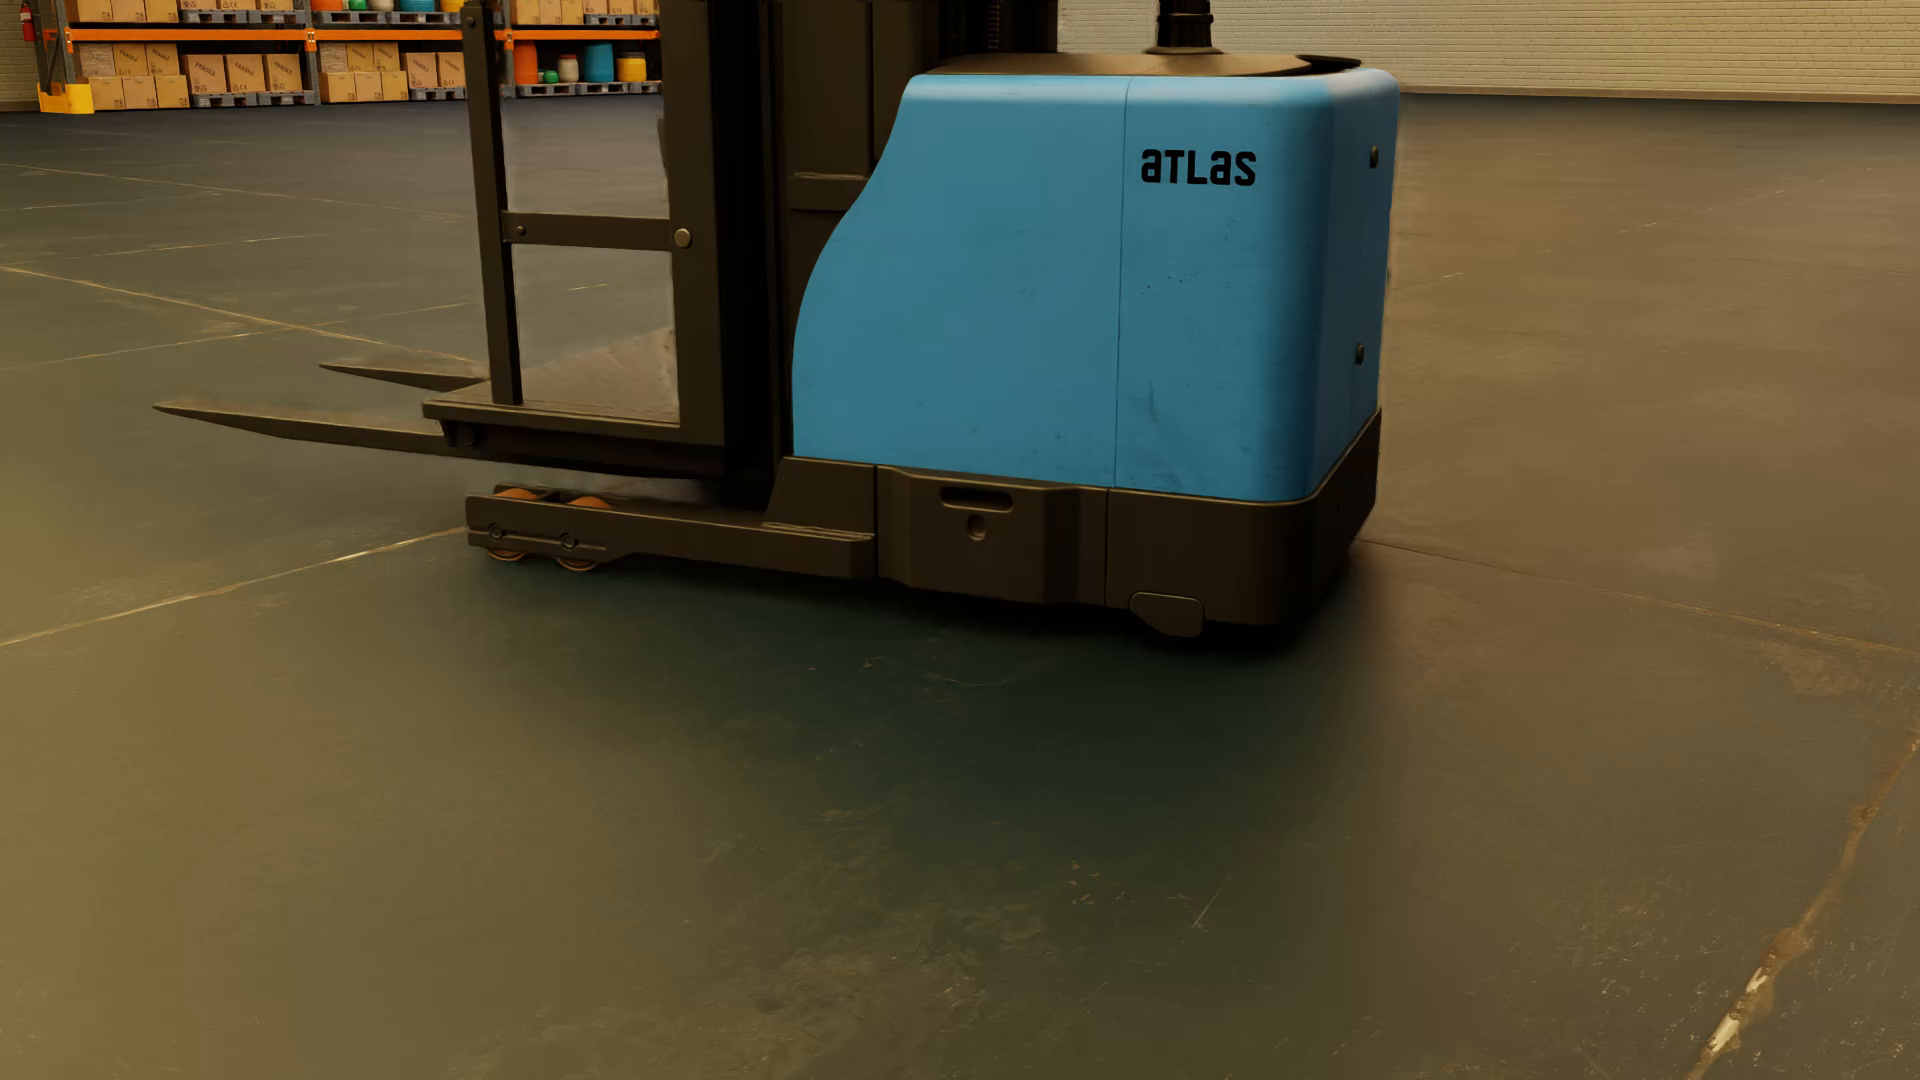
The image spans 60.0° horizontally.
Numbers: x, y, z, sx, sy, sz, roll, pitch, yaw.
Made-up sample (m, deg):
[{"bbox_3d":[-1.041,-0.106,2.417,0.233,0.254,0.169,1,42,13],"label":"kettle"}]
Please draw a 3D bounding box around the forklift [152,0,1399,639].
[{"bbox_3d":[-0.576,-1.465,3.723,3.031,2.935,1.130,7,18,21],"label":"forklift"}]
